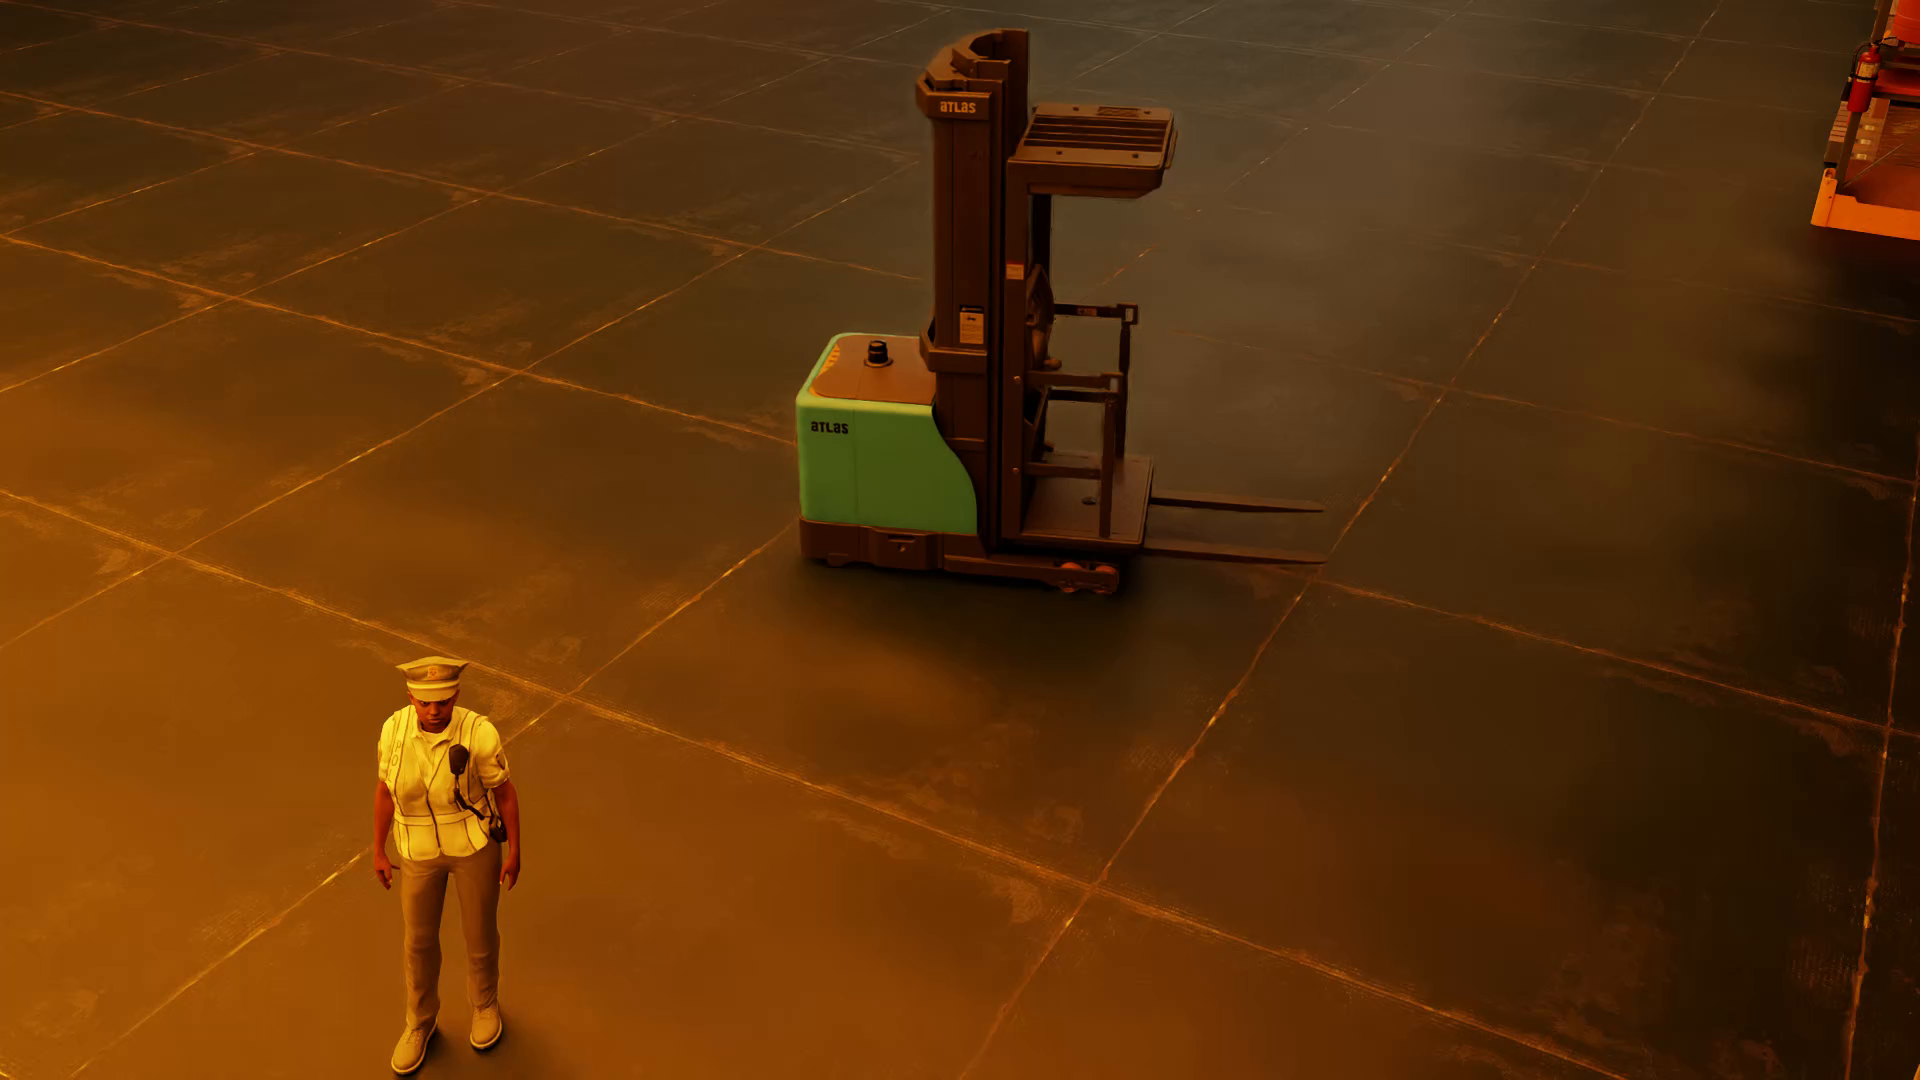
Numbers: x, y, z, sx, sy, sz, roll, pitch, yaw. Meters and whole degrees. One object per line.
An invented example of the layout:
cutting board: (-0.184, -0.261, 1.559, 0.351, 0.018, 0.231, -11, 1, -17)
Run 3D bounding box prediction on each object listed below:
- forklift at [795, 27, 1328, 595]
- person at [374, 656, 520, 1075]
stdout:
forklift: (0.628, -1.243, 9.225, 3.031, 2.935, 1.130, 5, 30, 8)
person: (-1.937, 1.196, 6.224, 0.569, 1.691, 0.530, -2, 30, -4)
